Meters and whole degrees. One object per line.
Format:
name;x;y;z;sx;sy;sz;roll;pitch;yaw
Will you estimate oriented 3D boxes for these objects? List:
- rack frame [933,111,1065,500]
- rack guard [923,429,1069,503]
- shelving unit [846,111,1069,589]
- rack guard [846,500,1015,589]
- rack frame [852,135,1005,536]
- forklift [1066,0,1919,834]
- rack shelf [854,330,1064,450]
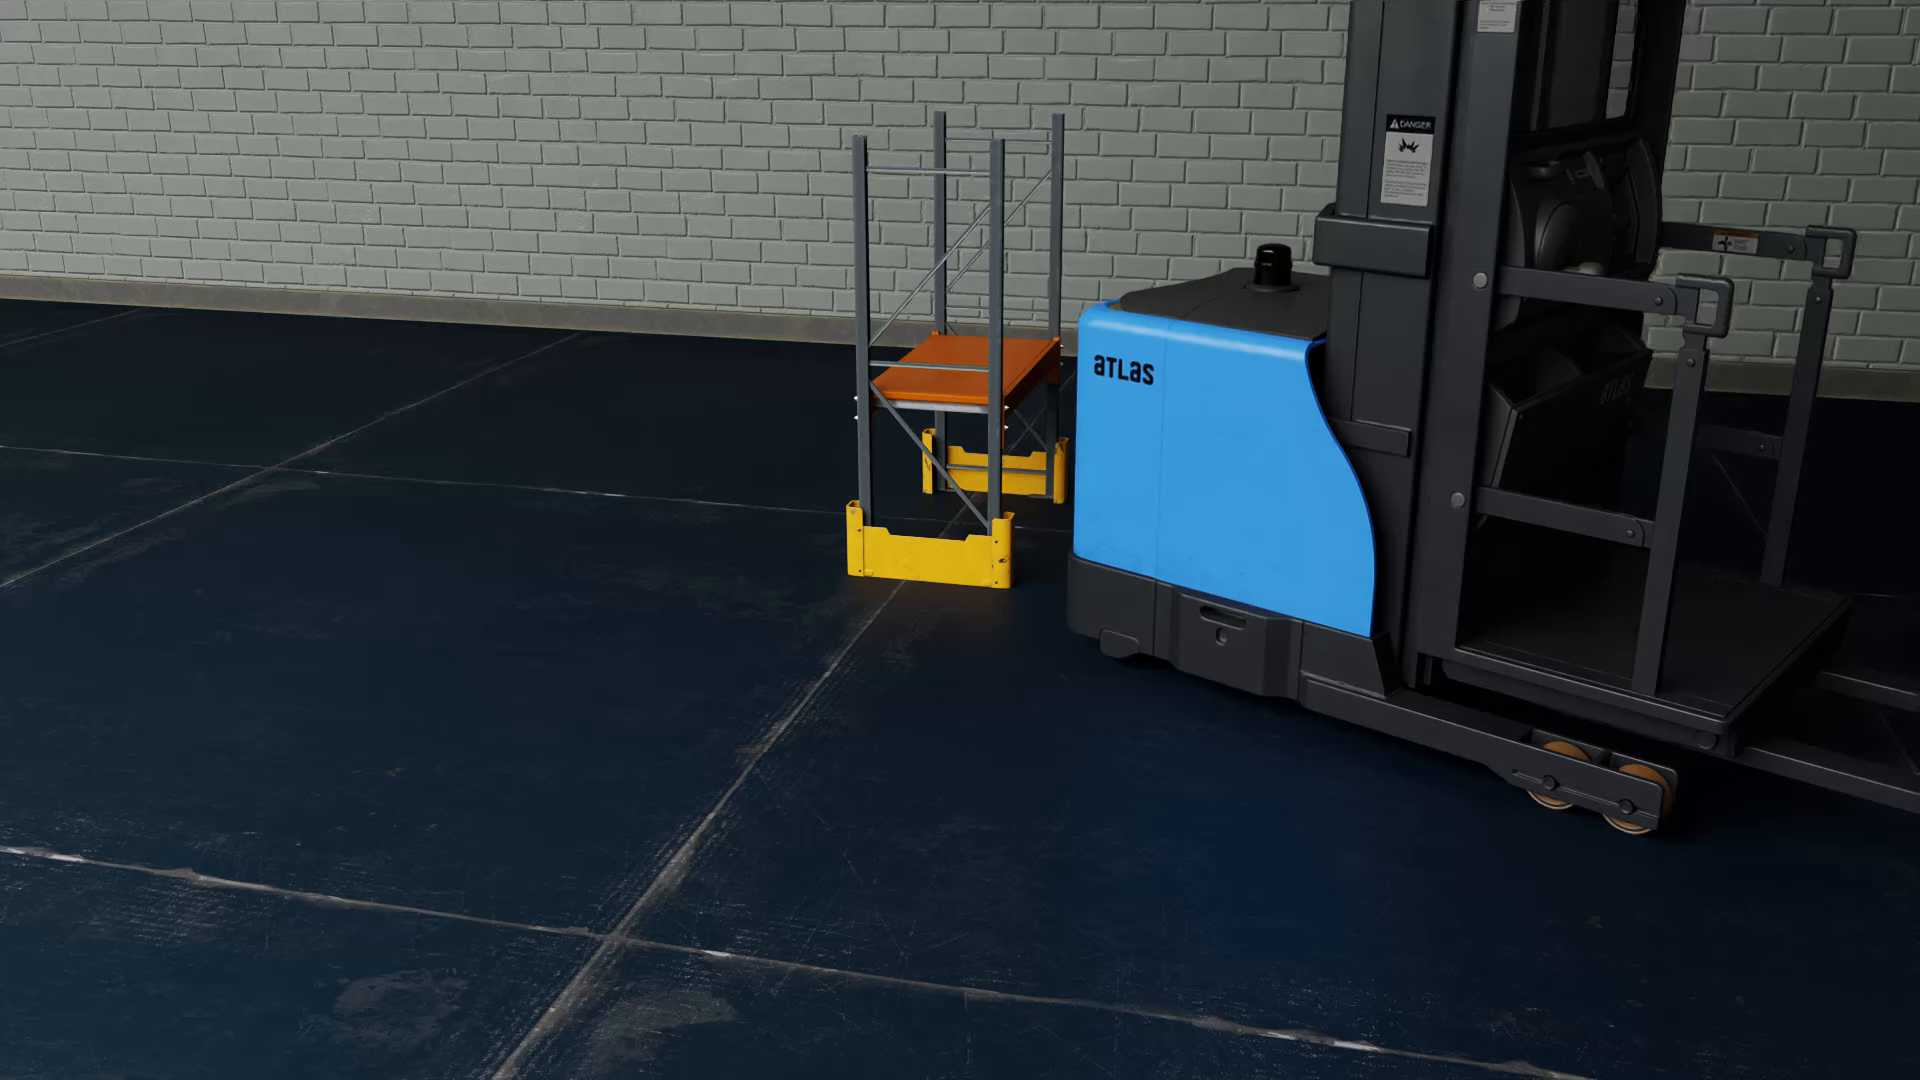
rack frame;0.145;-0.896;6.490;0.500;1.500;0.032;5;19;13
rack guard;0.140;-0.298;6.674;0.587;0.250;0.087;5;19;13
shelving unit;0.019;-0.734;6.015;0.587;1.500;1.083;5;19;13
rack guard;-0.103;0.014;5.760;0.587;0.250;0.087;5;19;13
rack frame;-0.103;-0.577;5.557;0.500;1.500;0.032;5;19;13
forklift;1.775;-0.858;4.165;3.031;2.935;1.130;16;24;38
rack shelf;0.021;-0.566;6.082;0.538;0.185;1.000;5;19;13
